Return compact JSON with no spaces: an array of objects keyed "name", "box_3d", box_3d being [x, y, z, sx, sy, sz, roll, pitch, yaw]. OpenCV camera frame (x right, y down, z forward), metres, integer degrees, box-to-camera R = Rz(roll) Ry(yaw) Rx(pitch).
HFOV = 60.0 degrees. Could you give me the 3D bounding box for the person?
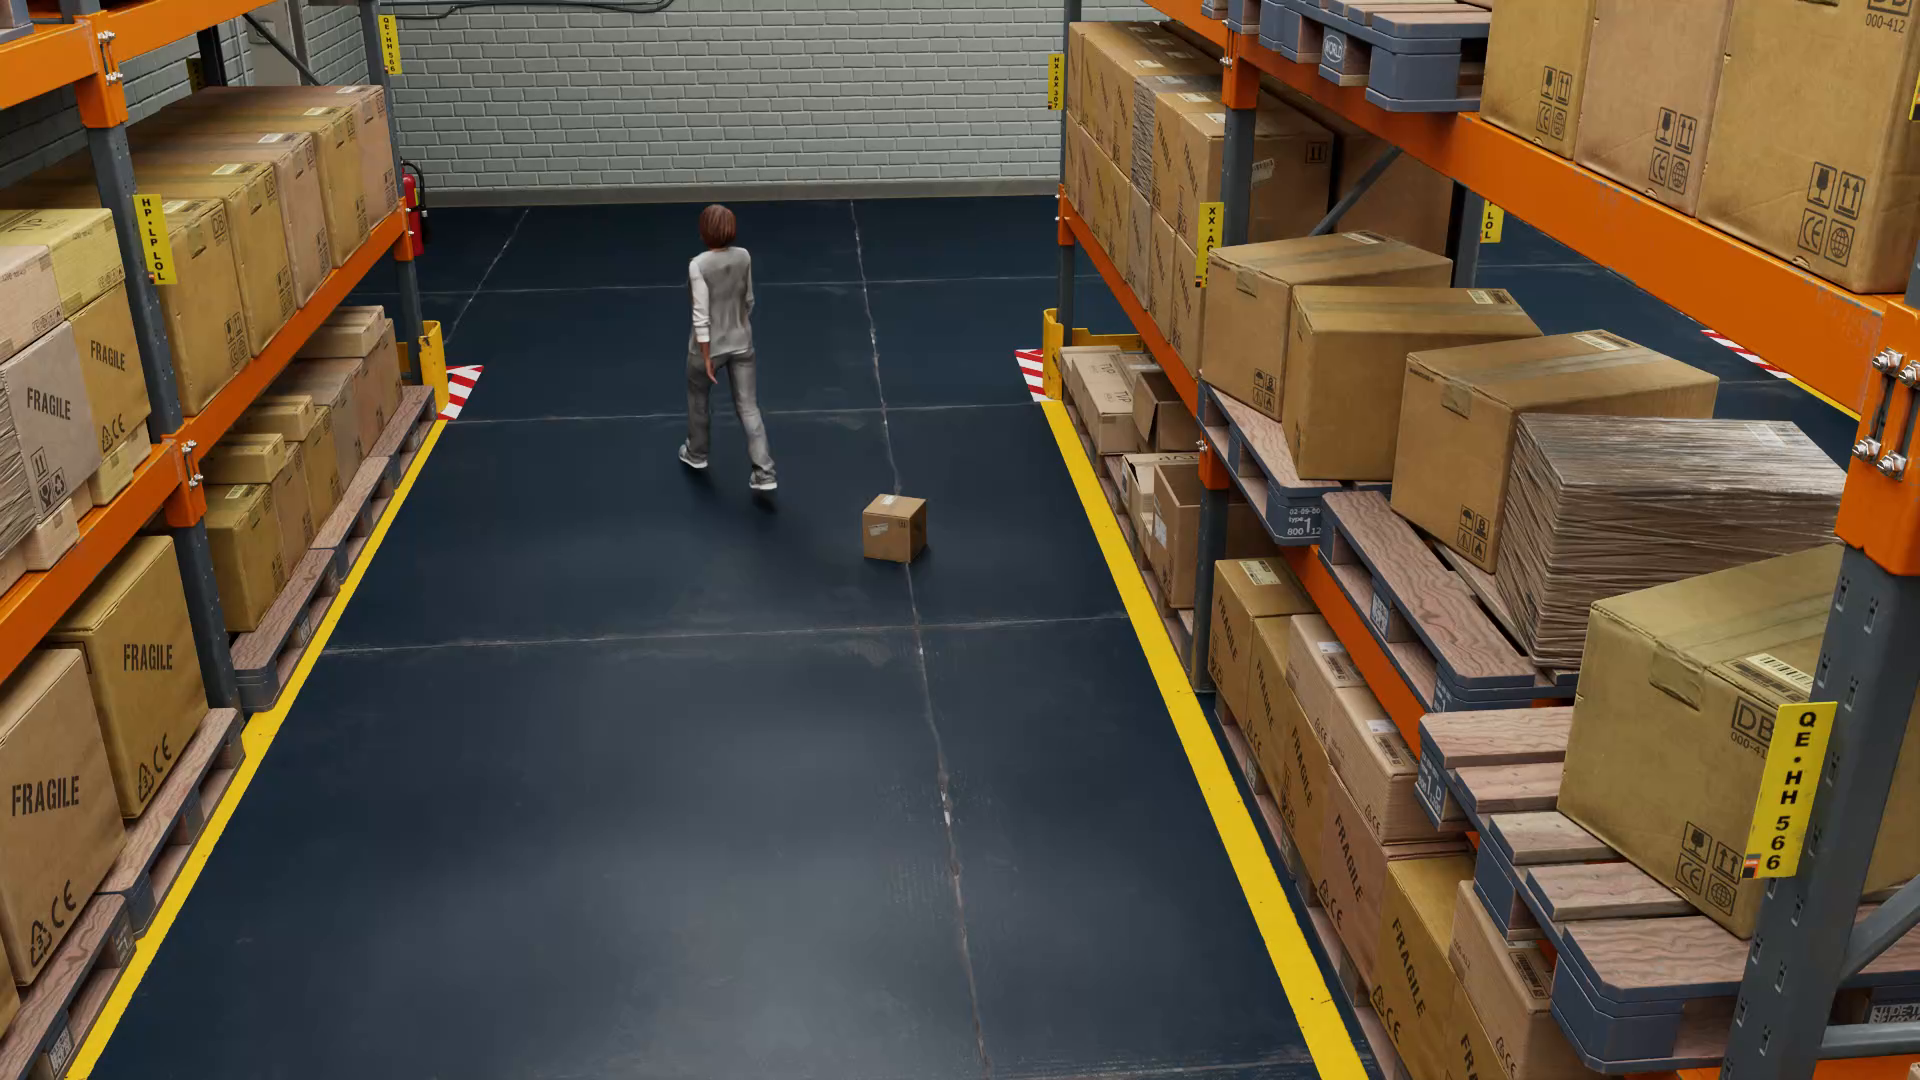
[{"name":"person","box_3d":[-1.281,-1.054,8.958,0.410,1.539,0.939,-14,28,-28]}]
